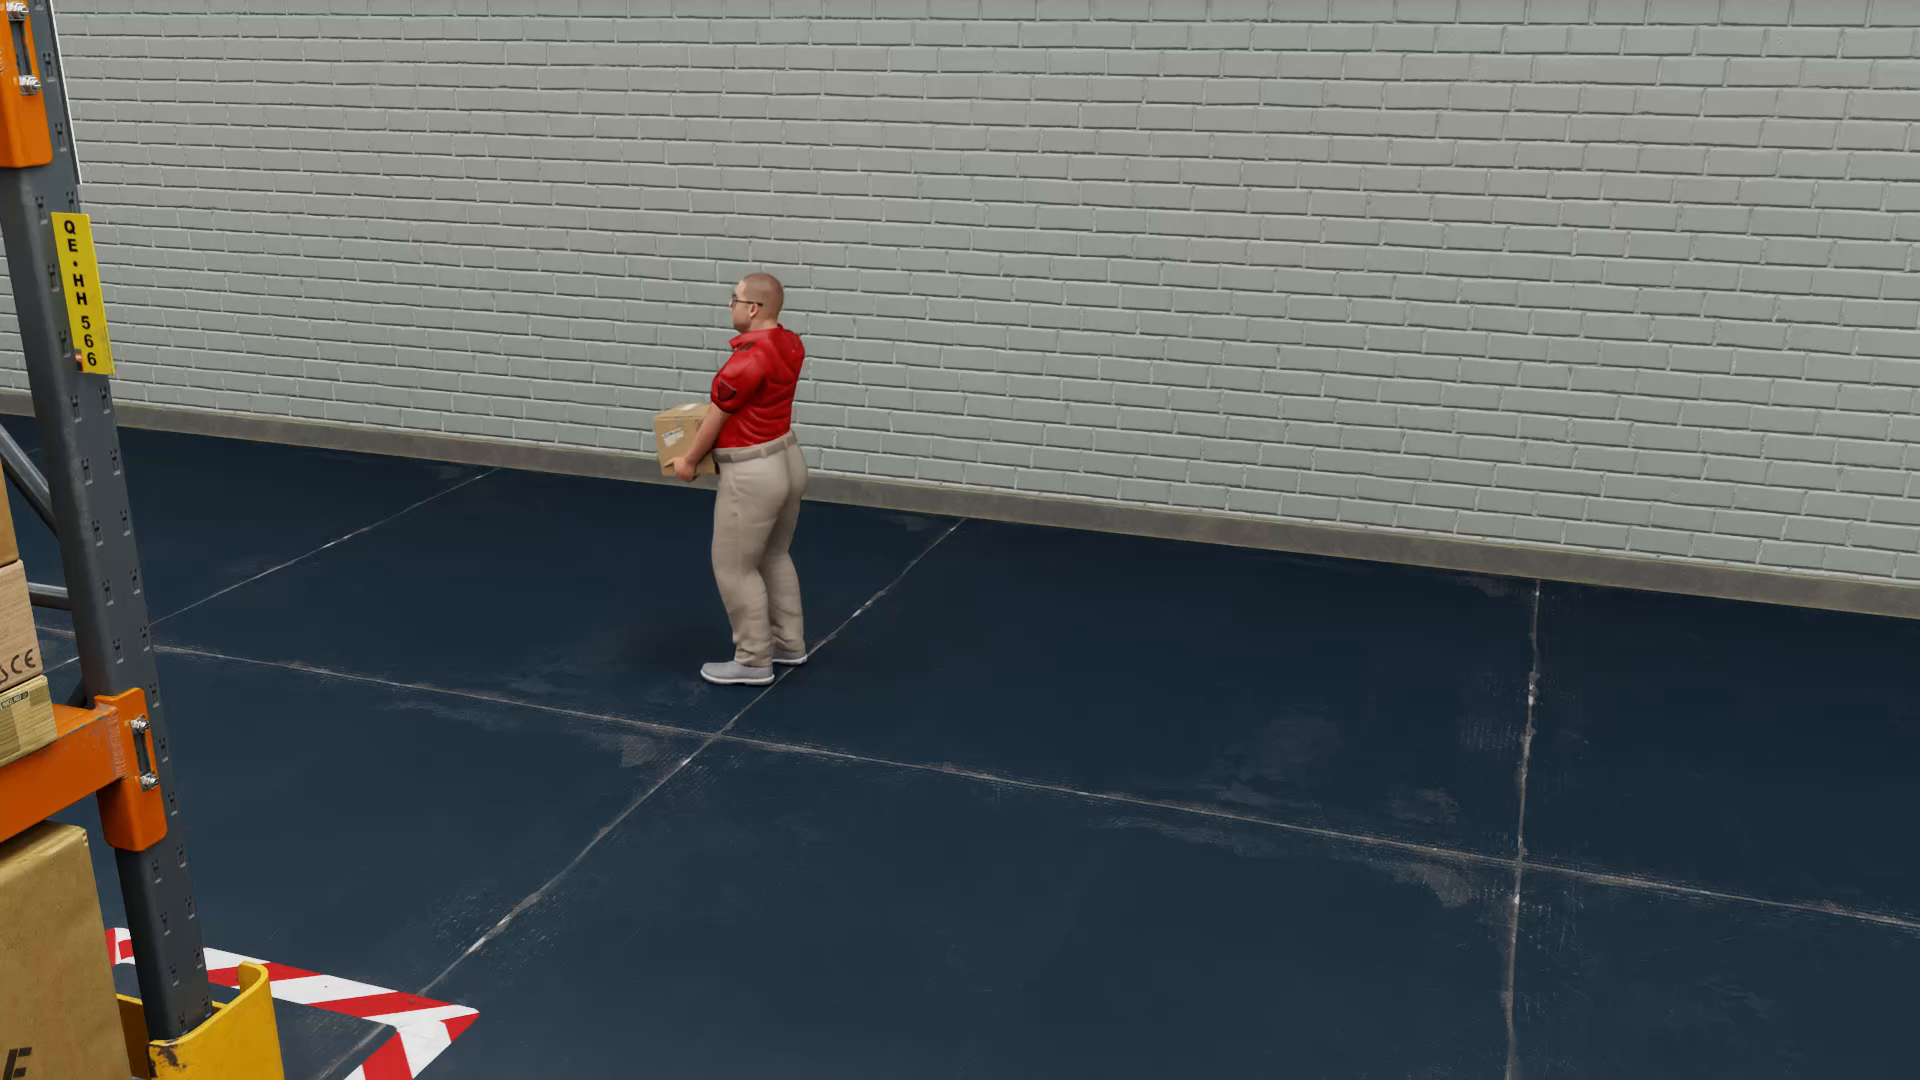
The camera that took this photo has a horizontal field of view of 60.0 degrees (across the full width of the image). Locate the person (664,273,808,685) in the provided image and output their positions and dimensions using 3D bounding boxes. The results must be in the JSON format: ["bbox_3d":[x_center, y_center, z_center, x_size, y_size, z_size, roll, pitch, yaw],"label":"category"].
[{"bbox_3d":[-0.922,-0.250,6.853,0.538,1.719,0.493,7,20,19],"label":"person"}]
